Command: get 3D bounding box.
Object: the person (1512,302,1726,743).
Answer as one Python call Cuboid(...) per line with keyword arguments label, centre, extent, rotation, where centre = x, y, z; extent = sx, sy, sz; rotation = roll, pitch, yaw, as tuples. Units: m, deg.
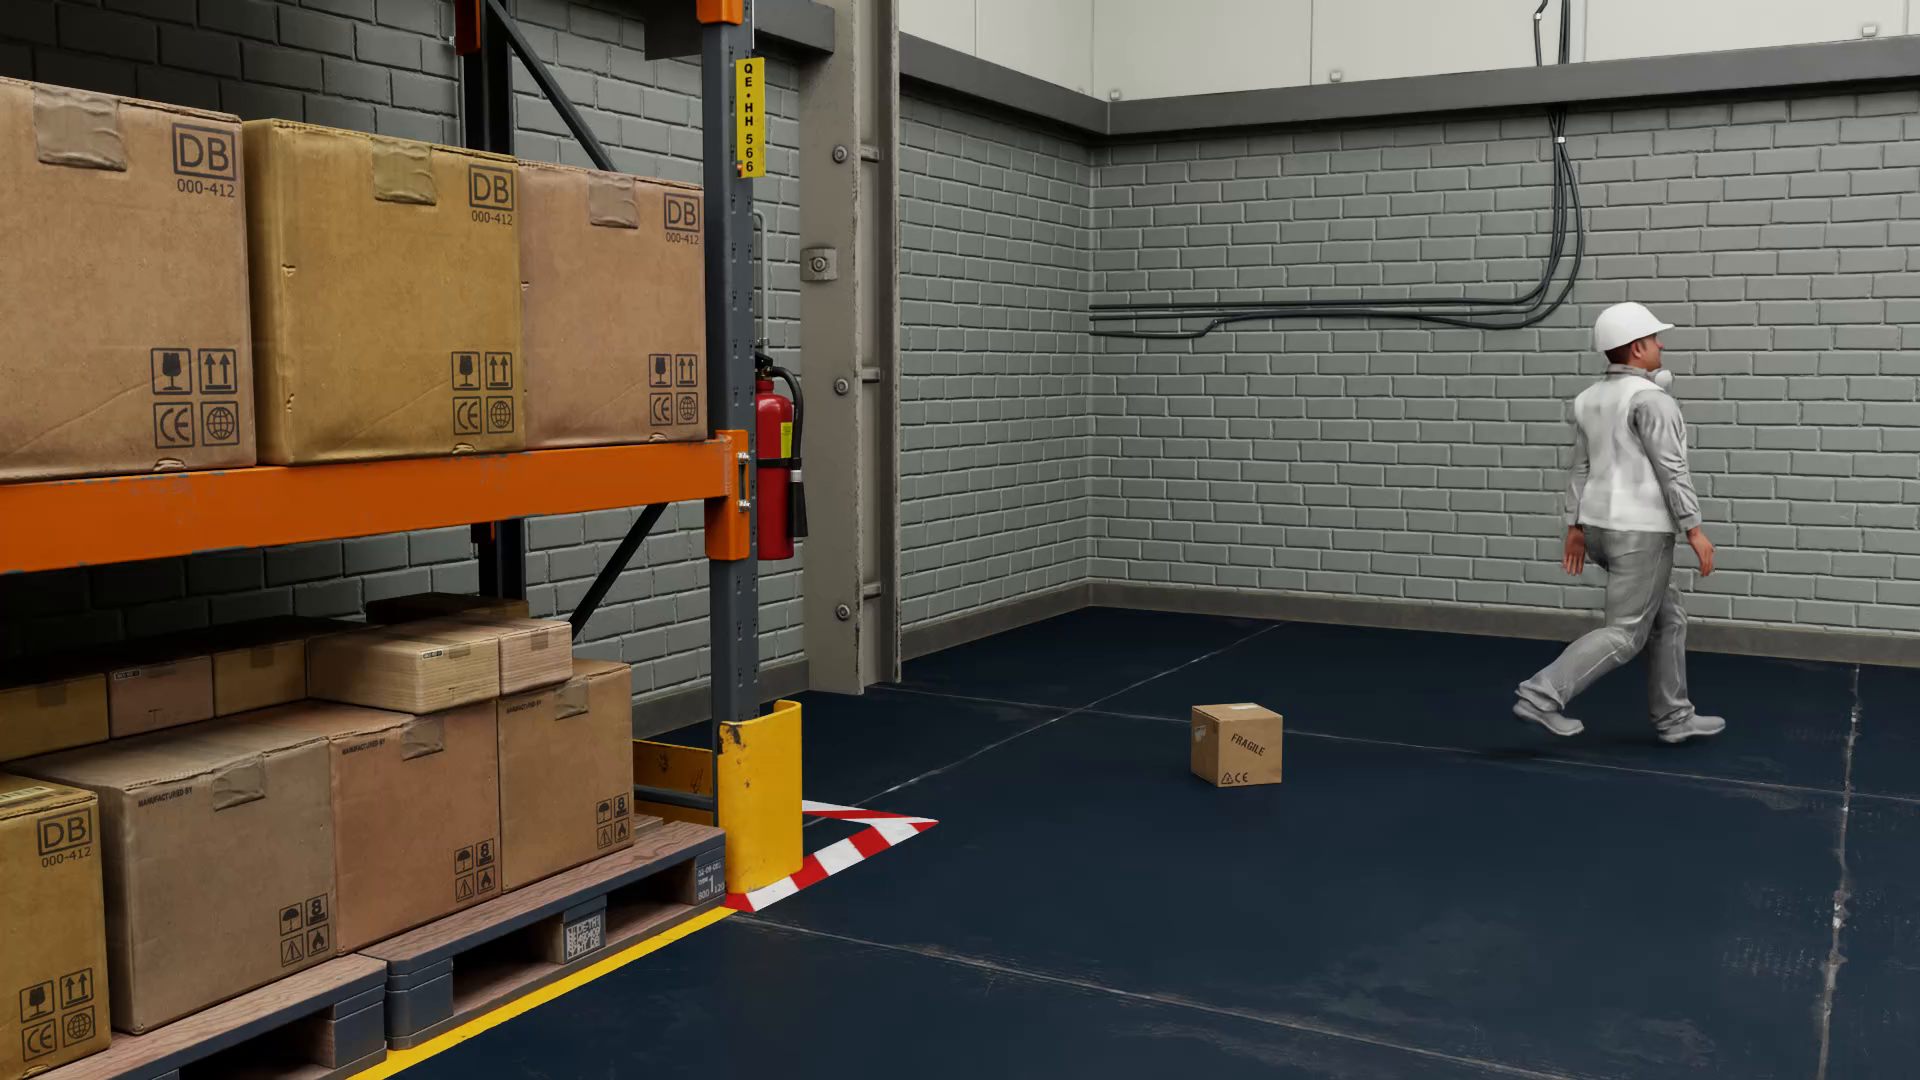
Cuboid(label="person", centre=(2.611, -0.046, 6.449), extent=(0.973, 1.737, 0.558), rotation=(-1, 6, -7))
